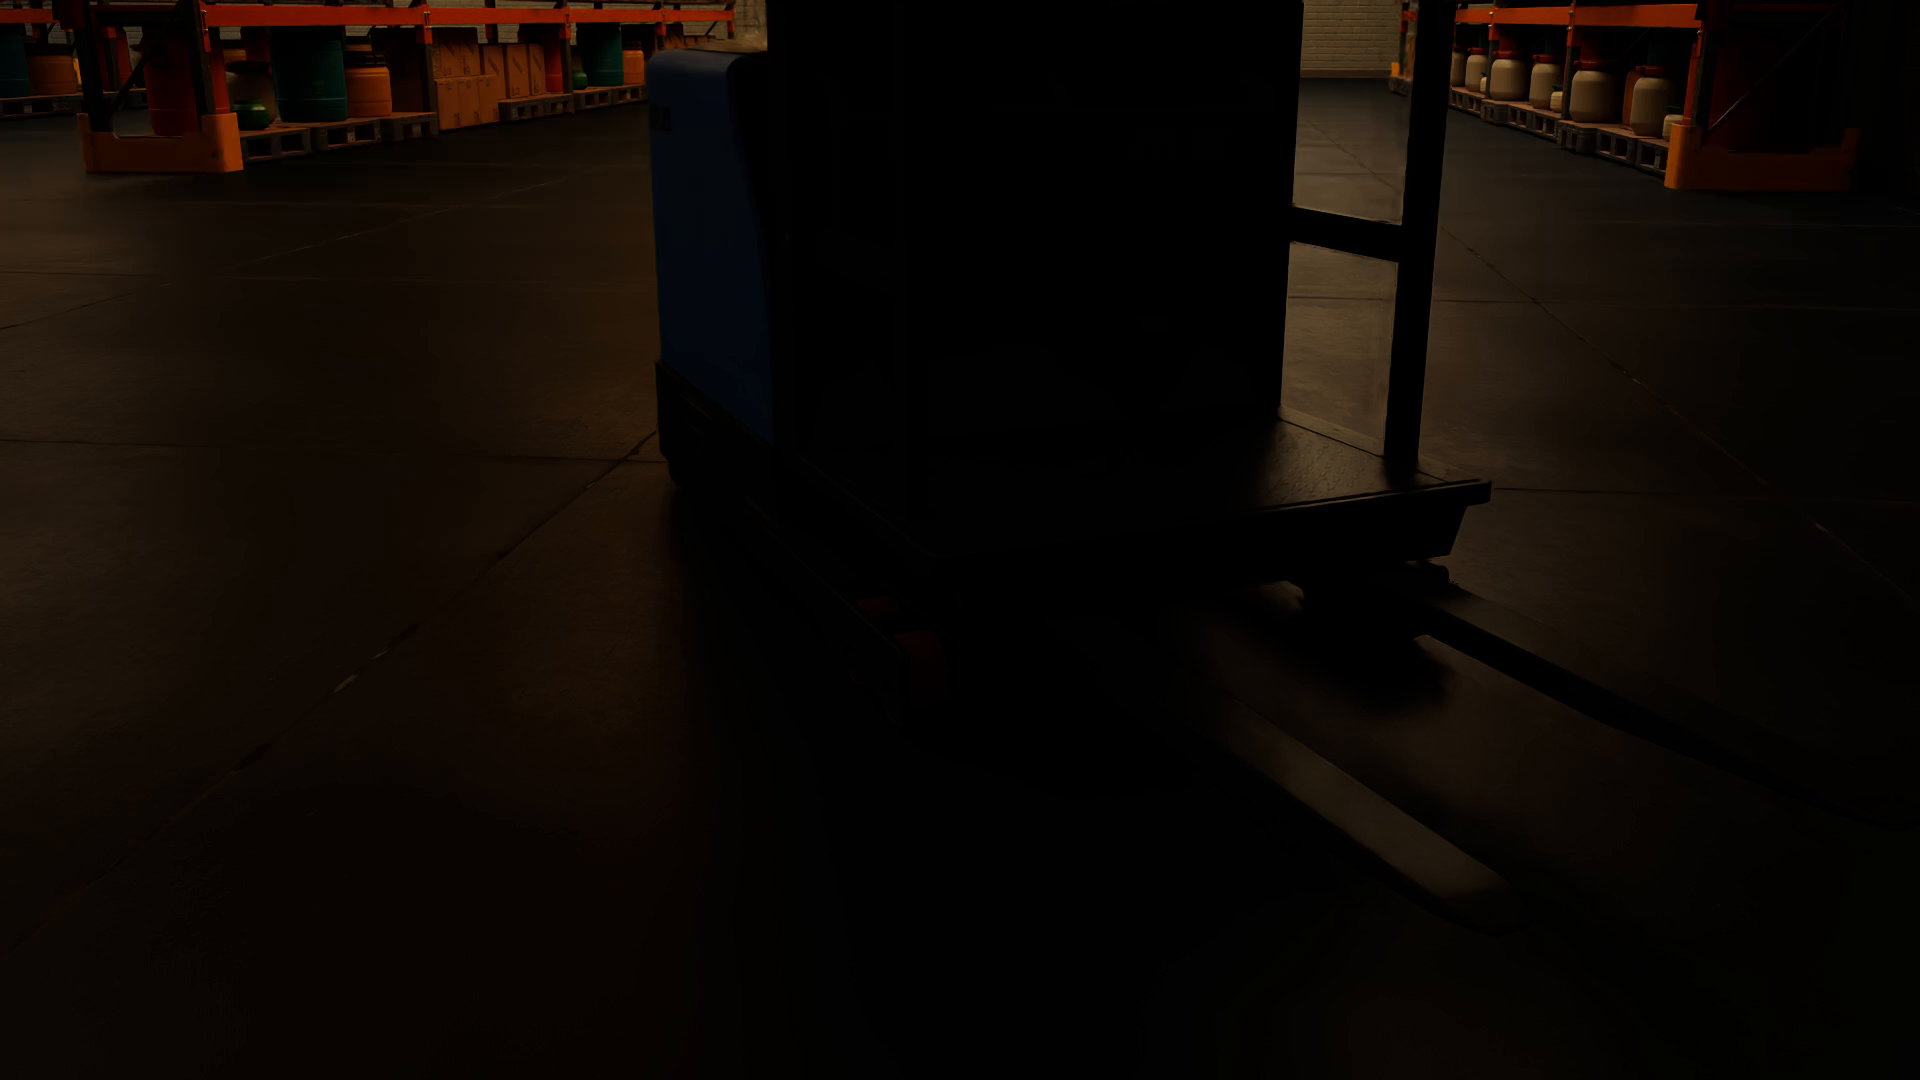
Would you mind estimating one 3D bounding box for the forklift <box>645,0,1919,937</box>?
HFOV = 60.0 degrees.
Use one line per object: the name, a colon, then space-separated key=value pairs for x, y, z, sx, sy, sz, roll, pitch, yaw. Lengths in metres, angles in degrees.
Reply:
forklift: x=0.269 y=-1.226 z=2.840 sx=1.130 sy=2.935 sz=3.031 roll=-7 pitch=19 yaw=-22
